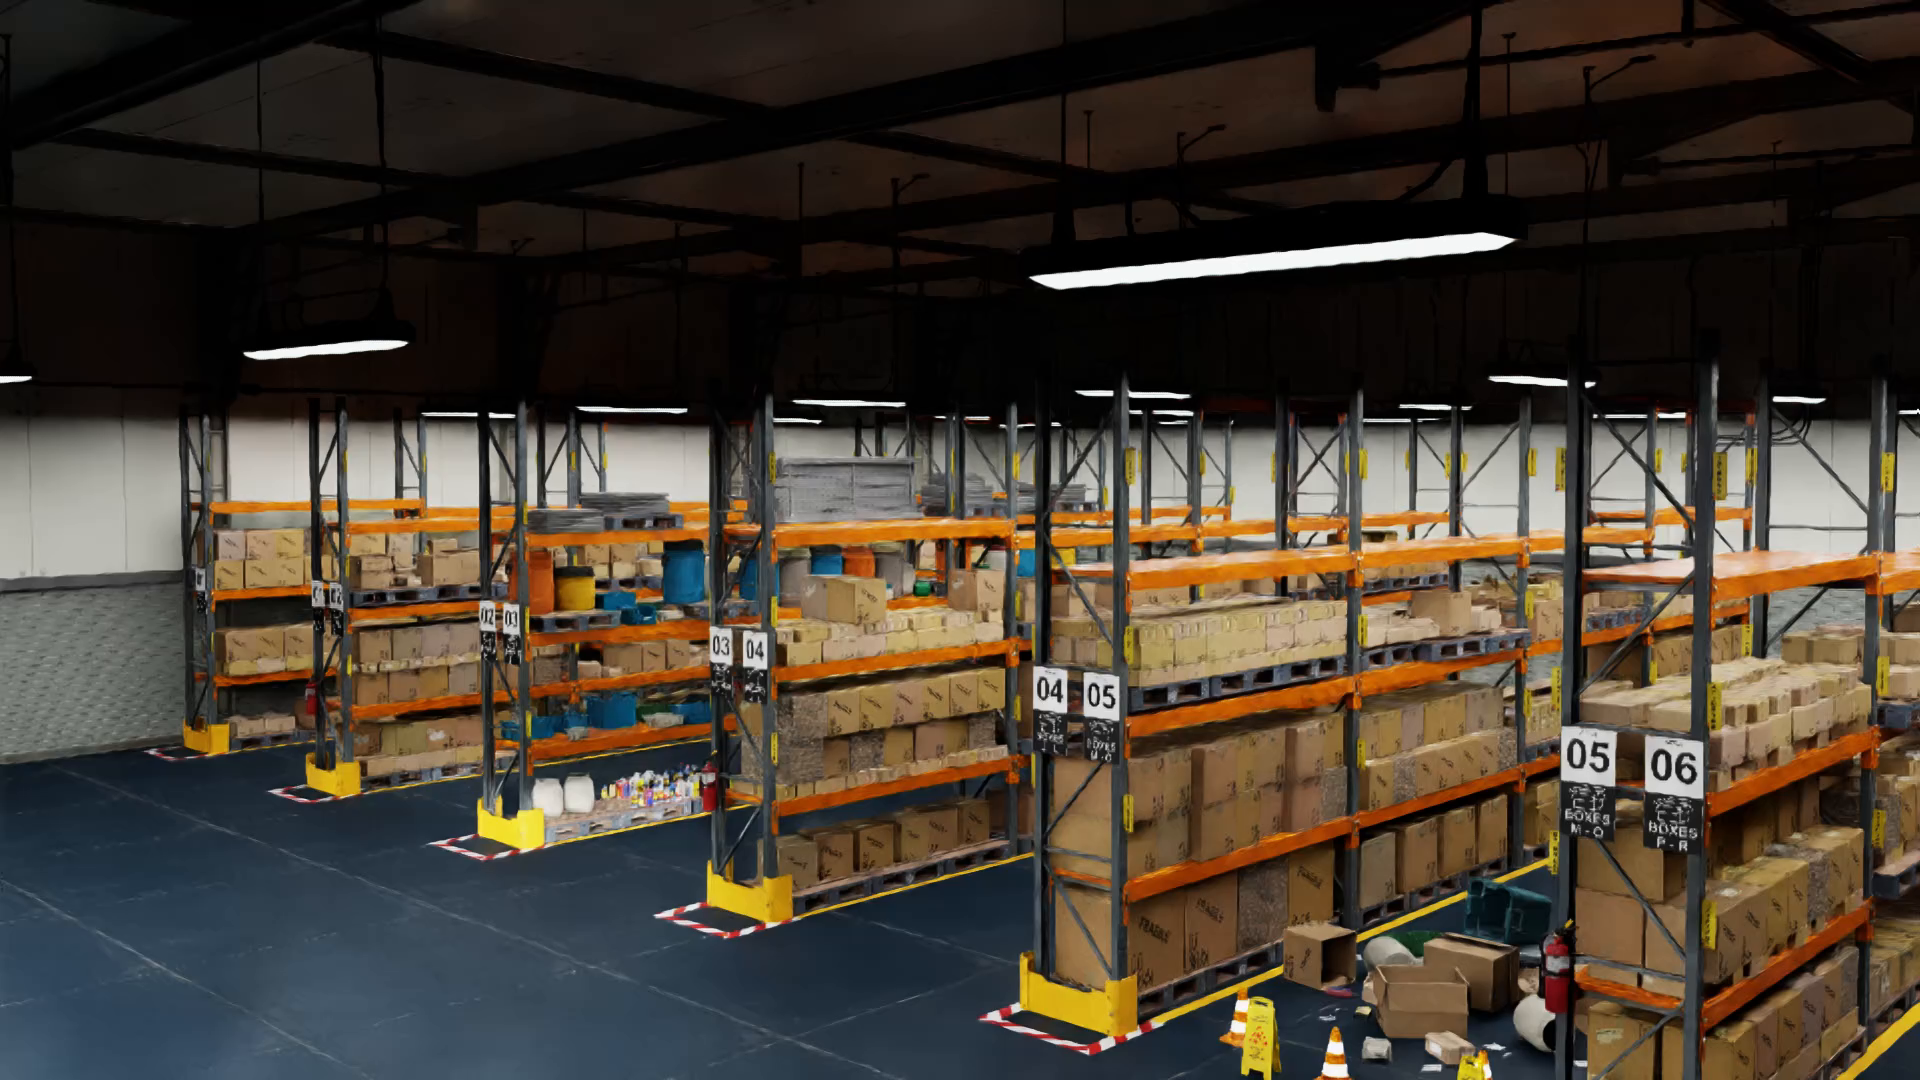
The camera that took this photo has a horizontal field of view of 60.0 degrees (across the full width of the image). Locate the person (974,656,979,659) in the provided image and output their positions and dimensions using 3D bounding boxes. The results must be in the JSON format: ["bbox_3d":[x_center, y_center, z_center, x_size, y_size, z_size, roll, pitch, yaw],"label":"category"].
[{"bbox_3d":[0.451,2.664,31.059,1.122,1.704,0.566,-3,4,-44],"label":"person"}]
